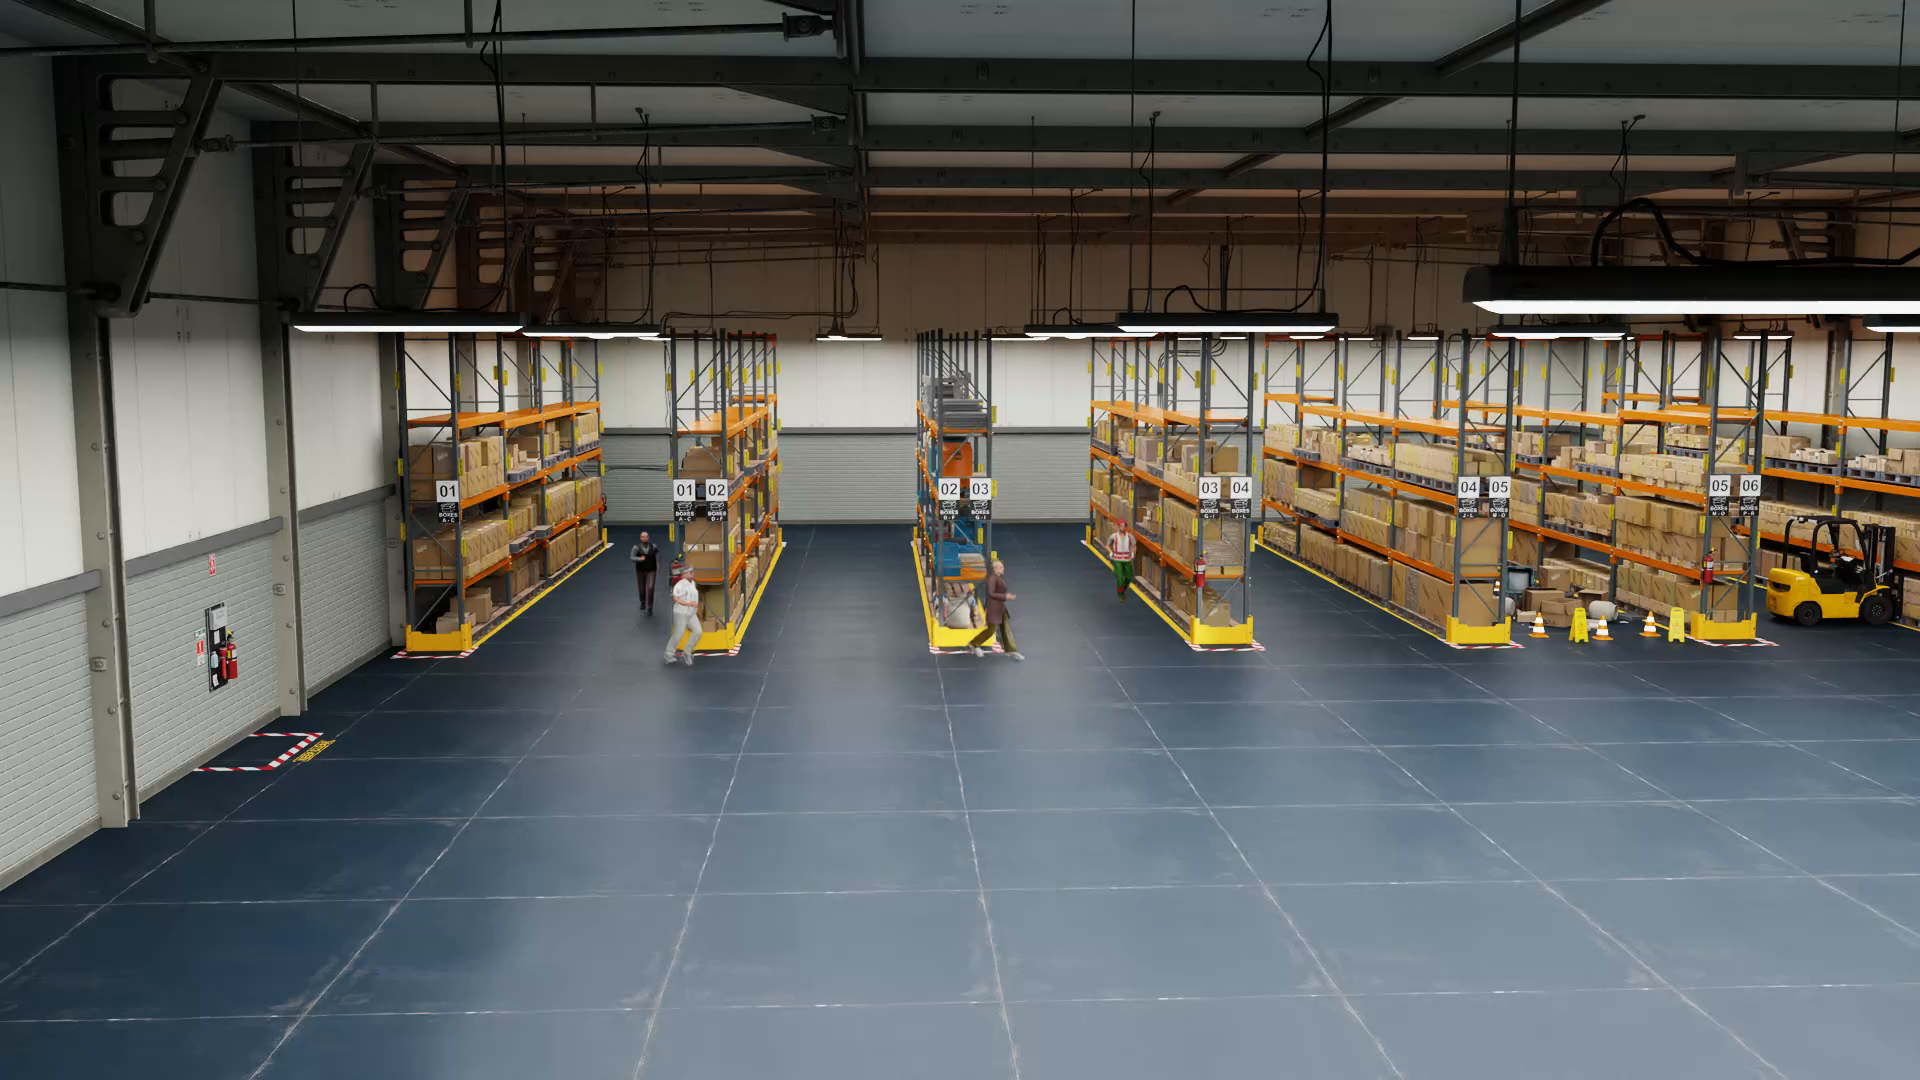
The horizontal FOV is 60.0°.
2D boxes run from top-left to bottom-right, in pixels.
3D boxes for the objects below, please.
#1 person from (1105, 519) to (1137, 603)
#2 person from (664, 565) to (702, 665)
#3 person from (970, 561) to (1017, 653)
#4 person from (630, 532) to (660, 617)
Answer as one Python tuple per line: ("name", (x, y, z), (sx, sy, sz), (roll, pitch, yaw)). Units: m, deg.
("person", (3.407, 0.441, 35.015), (0.658, 1.753, 0.616), (-1, 7, -5))
("person", (-4.929, 1.342, 29.906), (0.721, 1.811, 0.681), (4, 8, 31))
("person", (0.620, 1.265, 30.104), (0.881, 1.602, 0.725), (2, 7, 19))
("person", (-6.665, 0.697, 35.256), (0.629, 1.753, 0.907), (-1, 7, -11))
